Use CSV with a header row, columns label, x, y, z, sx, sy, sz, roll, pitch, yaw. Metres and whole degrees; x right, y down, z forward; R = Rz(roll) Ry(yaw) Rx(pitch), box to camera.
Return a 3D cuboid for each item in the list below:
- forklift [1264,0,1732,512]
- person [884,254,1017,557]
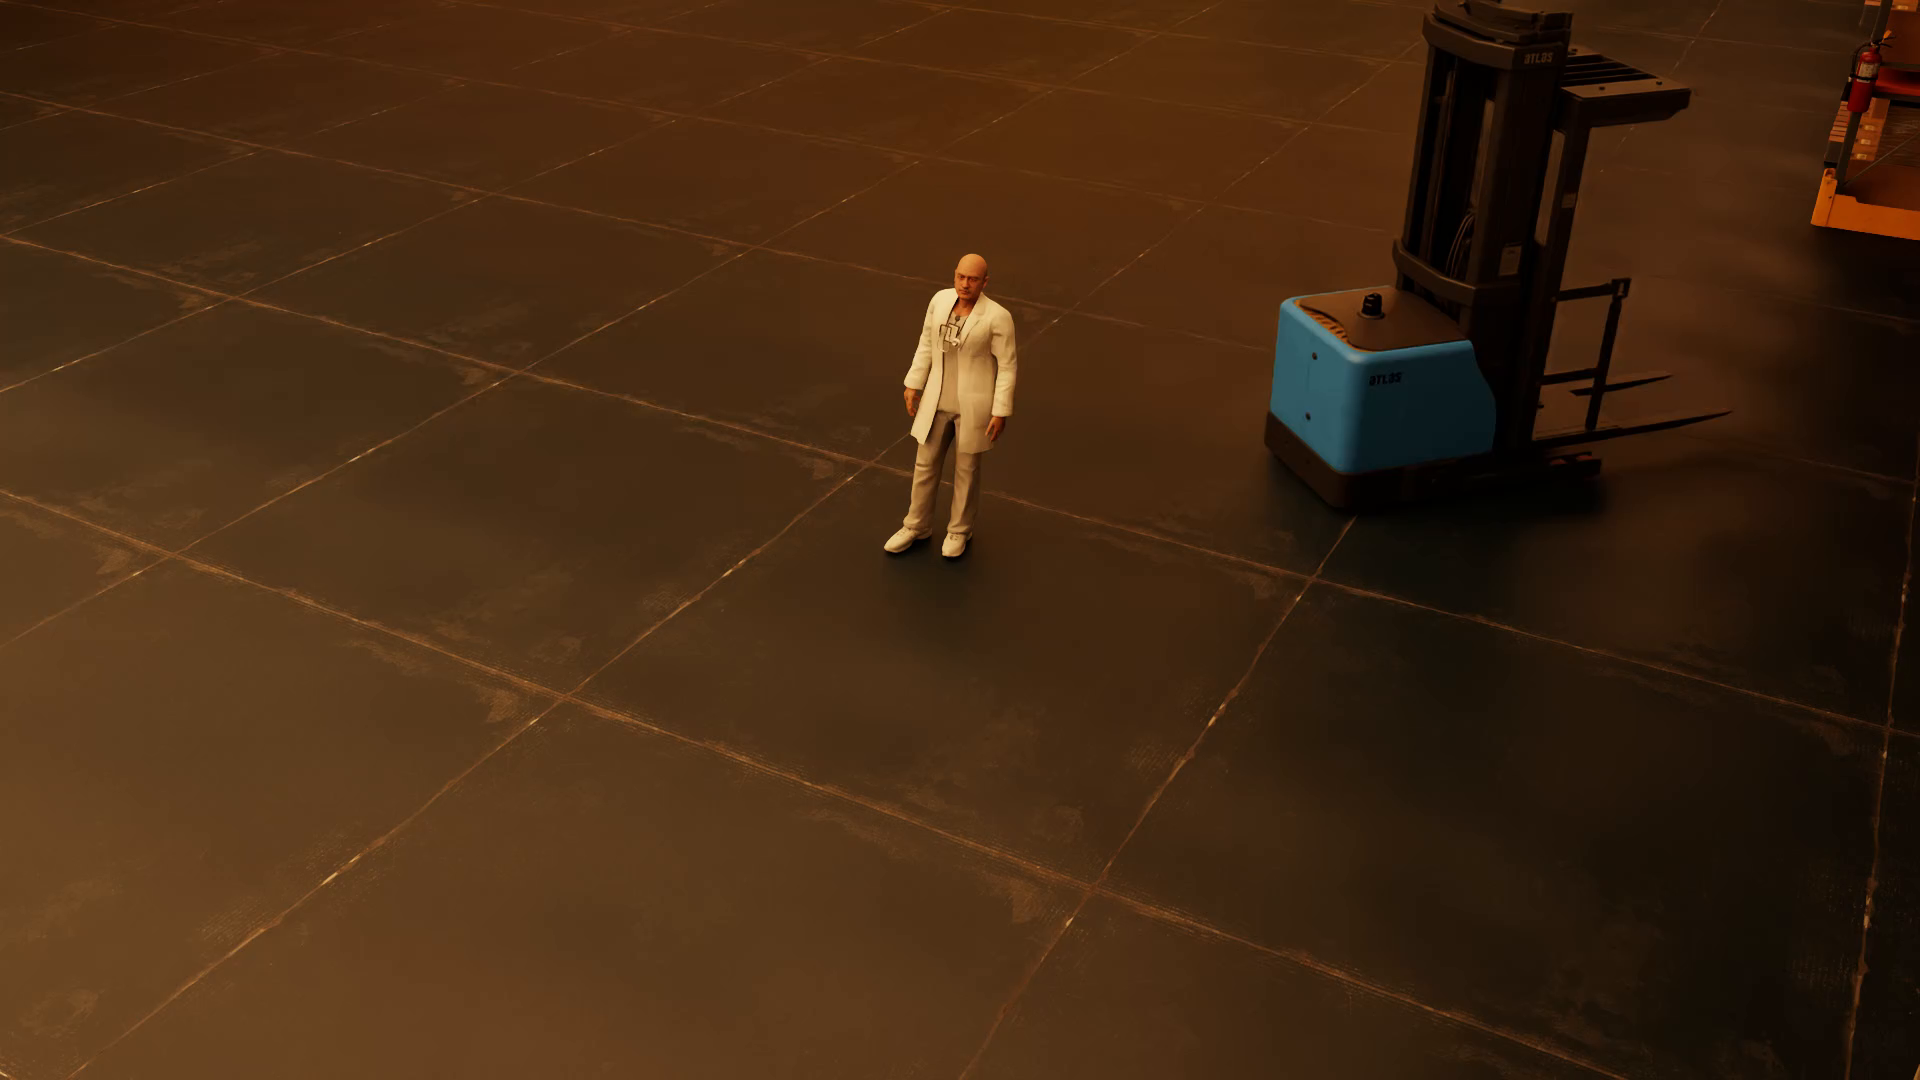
label,x,y,z,sx,sy,sz,roll,pitch,yaw
forklift,3.582,-1.862,10.297,3.031,2.935,1.130,-9,31,-15
person,-0.048,-0.738,9.487,0.698,1.778,0.578,15,33,25
